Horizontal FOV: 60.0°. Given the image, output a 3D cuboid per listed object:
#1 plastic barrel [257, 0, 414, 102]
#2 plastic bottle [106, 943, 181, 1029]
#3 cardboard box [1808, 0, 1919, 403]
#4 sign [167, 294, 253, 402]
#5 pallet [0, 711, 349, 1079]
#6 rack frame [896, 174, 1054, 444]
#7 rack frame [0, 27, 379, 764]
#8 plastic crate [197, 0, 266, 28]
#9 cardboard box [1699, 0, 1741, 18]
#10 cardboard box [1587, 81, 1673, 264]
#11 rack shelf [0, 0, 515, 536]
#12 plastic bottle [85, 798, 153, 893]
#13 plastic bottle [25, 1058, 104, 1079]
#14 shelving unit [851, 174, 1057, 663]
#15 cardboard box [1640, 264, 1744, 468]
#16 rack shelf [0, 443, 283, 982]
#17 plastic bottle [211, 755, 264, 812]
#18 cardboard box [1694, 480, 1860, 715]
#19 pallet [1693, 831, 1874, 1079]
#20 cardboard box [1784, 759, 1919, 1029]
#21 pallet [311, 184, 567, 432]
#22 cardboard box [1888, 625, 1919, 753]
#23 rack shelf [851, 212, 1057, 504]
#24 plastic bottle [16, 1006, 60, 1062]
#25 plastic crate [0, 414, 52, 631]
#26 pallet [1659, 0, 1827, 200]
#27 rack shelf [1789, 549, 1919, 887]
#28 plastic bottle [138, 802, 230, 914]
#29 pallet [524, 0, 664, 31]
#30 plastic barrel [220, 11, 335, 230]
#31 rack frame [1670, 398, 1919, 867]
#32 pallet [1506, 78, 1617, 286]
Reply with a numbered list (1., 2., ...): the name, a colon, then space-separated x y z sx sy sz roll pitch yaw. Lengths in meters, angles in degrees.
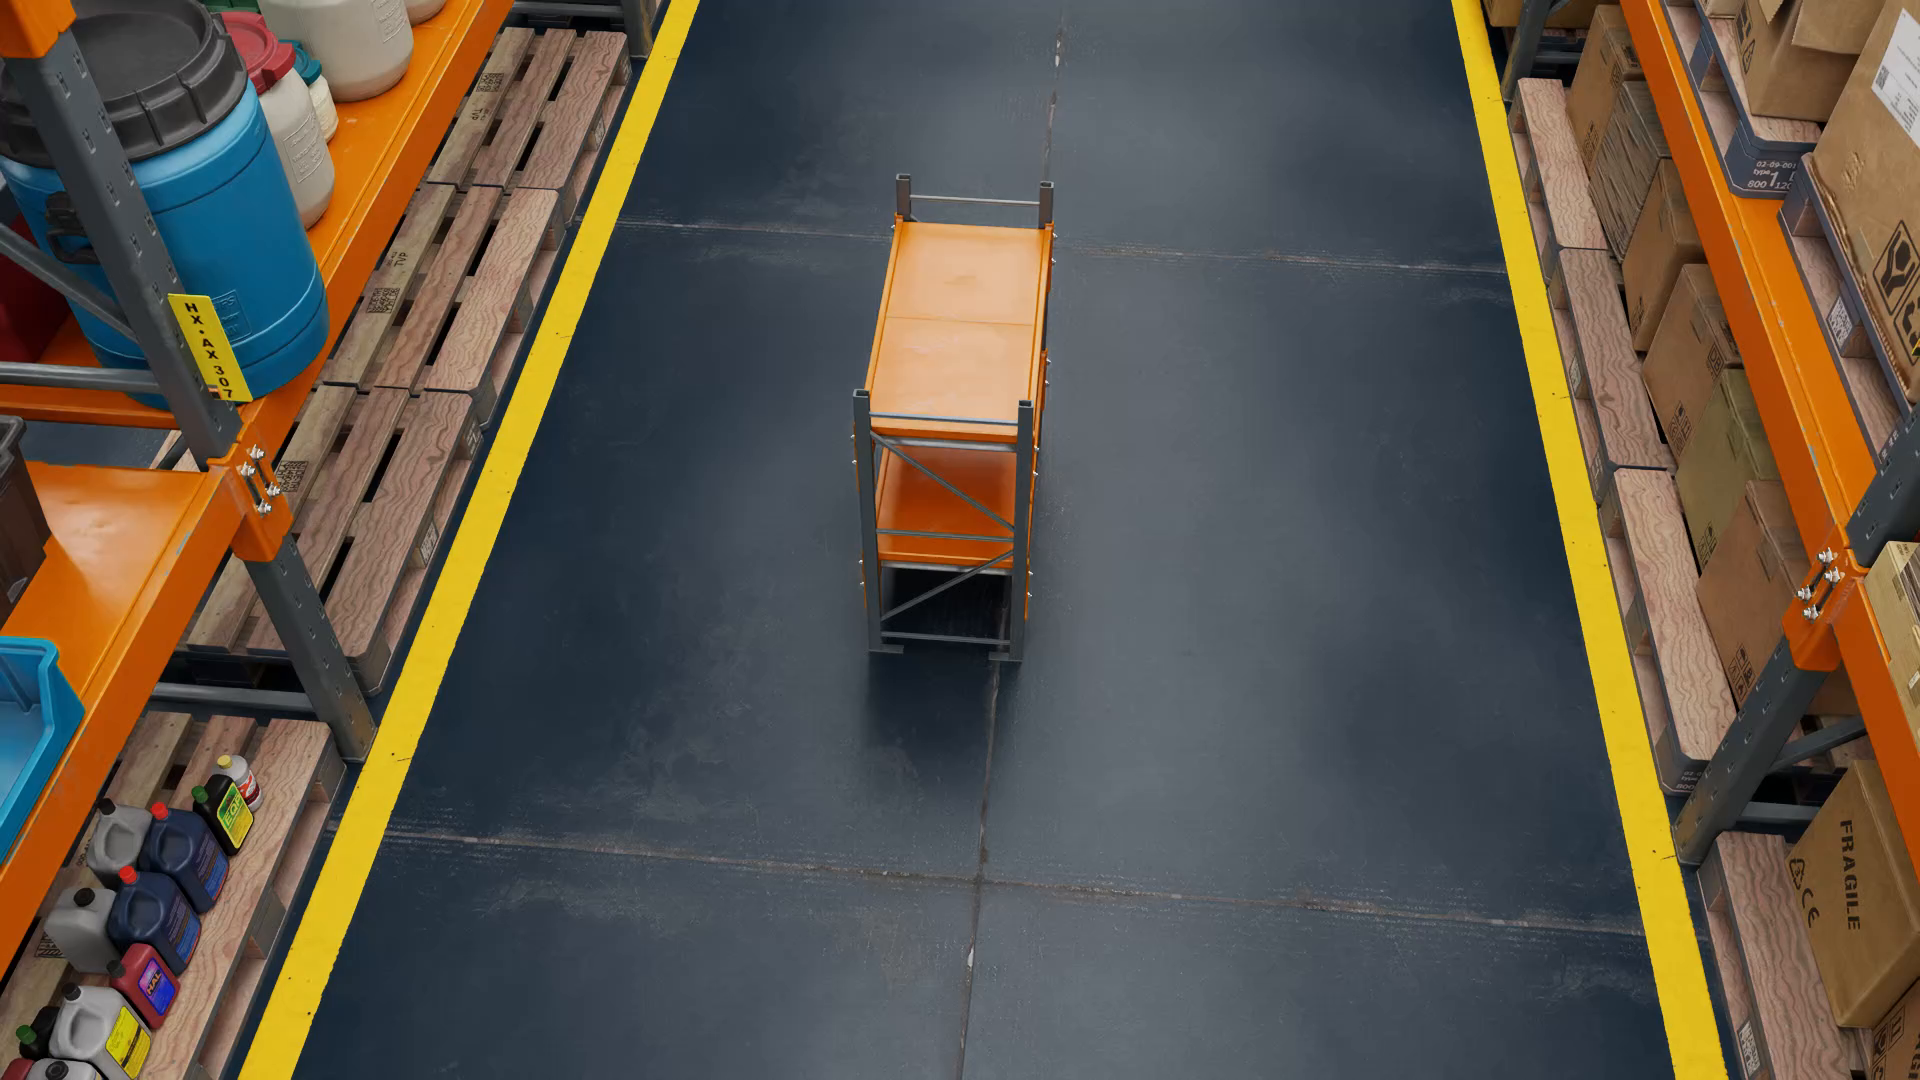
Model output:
1. plastic barrel: -1.950 -1.677 5.159 0.433 0.535 0.433 0 48 0
2. plastic bottle: -2.085 1.121 4.235 0.061 0.283 0.133 7 48 6
3. cardboard box: 2.822 -0.989 3.931 1.000 1.000 1.000 4 48 4
4. sign: -1.776 -0.452 3.943 0.100 0.325 0.005 4 48 4
5. pallet: -2.425 1.028 4.667 1.003 0.211 1.213 4 48 4
6. rack frame: 0.047 -0.758 5.681 0.500 1.125 0.032 4 48 4
7. rack frame: -2.323 -0.404 4.087 1.000 3.000 0.127 4 48 4
8. plastic crate: -2.445 -1.631 5.353 0.450 0.188 0.662 4 48 4
9. cardboard box: 2.592 -1.885 5.258 0.500 0.250 0.500 3 48 2
10. cardboard box: 2.895 -1.413 6.405 0.700 0.500 0.500 0 48 0
11. rack shelf: -2.140 -1.631 5.696 1.077 0.370 4.000 4 48 4
12. plastic bottle: -2.238 0.825 4.460 0.144 0.351 0.185 4 48 4
13. plastic bottle: -2.160 1.357 4.024 0.152 0.276 0.135 5 48 4
14. shelving unit: 0.001 -0.385 5.339 0.538 1.125 1.048 4 48 4
15. cardboard box: 2.800 -0.586 5.649 0.700 0.500 0.500 0 48 0
16. rack shelf: -2.505 1.309 3.008 1.077 0.370 4.000 4 48 4
17. plastic bottle: -2.045 0.680 4.694 0.097 0.201 0.097 0 48 0
18. cardboard box: 2.687 0.175 4.953 0.700 0.500 0.500 1 48 1
19. pallet: 2.584 1.366 4.357 1.003 0.211 1.213 4 48 4
20. cardboard box: 2.533 0.922 4.283 0.500 0.500 0.500 3 48 2
21. pallet: -2.181 -0.941 6.468 1.003 0.211 1.213 4 48 4
22. cardboard box: 2.255 0.335 3.581 0.380 0.149 0.250 4 48 4
23. rack shelf: 0.001 -0.582 5.123 0.538 0.278 1.000 4 48 4
24. plastic bottle: -2.246 1.247 4.119 0.061 0.283 0.133 4 48 4
25. plastic crate: -2.497 -0.007 3.766 0.767 0.338 0.504 4 48 4
26. pallet: 2.835 -1.488 5.208 1.003 0.211 1.213 4 48 4
27. rack shelf: 2.427 1.642 2.703 1.077 0.370 4.000 4 48 4
28. plastic bottle: -2.094 0.834 4.451 0.144 0.351 0.185 3 48 2
29. pallet: -1.928 -2.984 8.336 1.003 0.211 1.213 4 48 4
30. plastic barrel: -2.017 -1.138 4.666 0.433 0.535 0.433 0 48 0
31. rack frame: 2.610 -0.071 3.782 1.000 3.000 0.127 4 48 4
32. pallet: 2.902 -1.495 6.974 1.003 0.211 1.213 4 48 4
